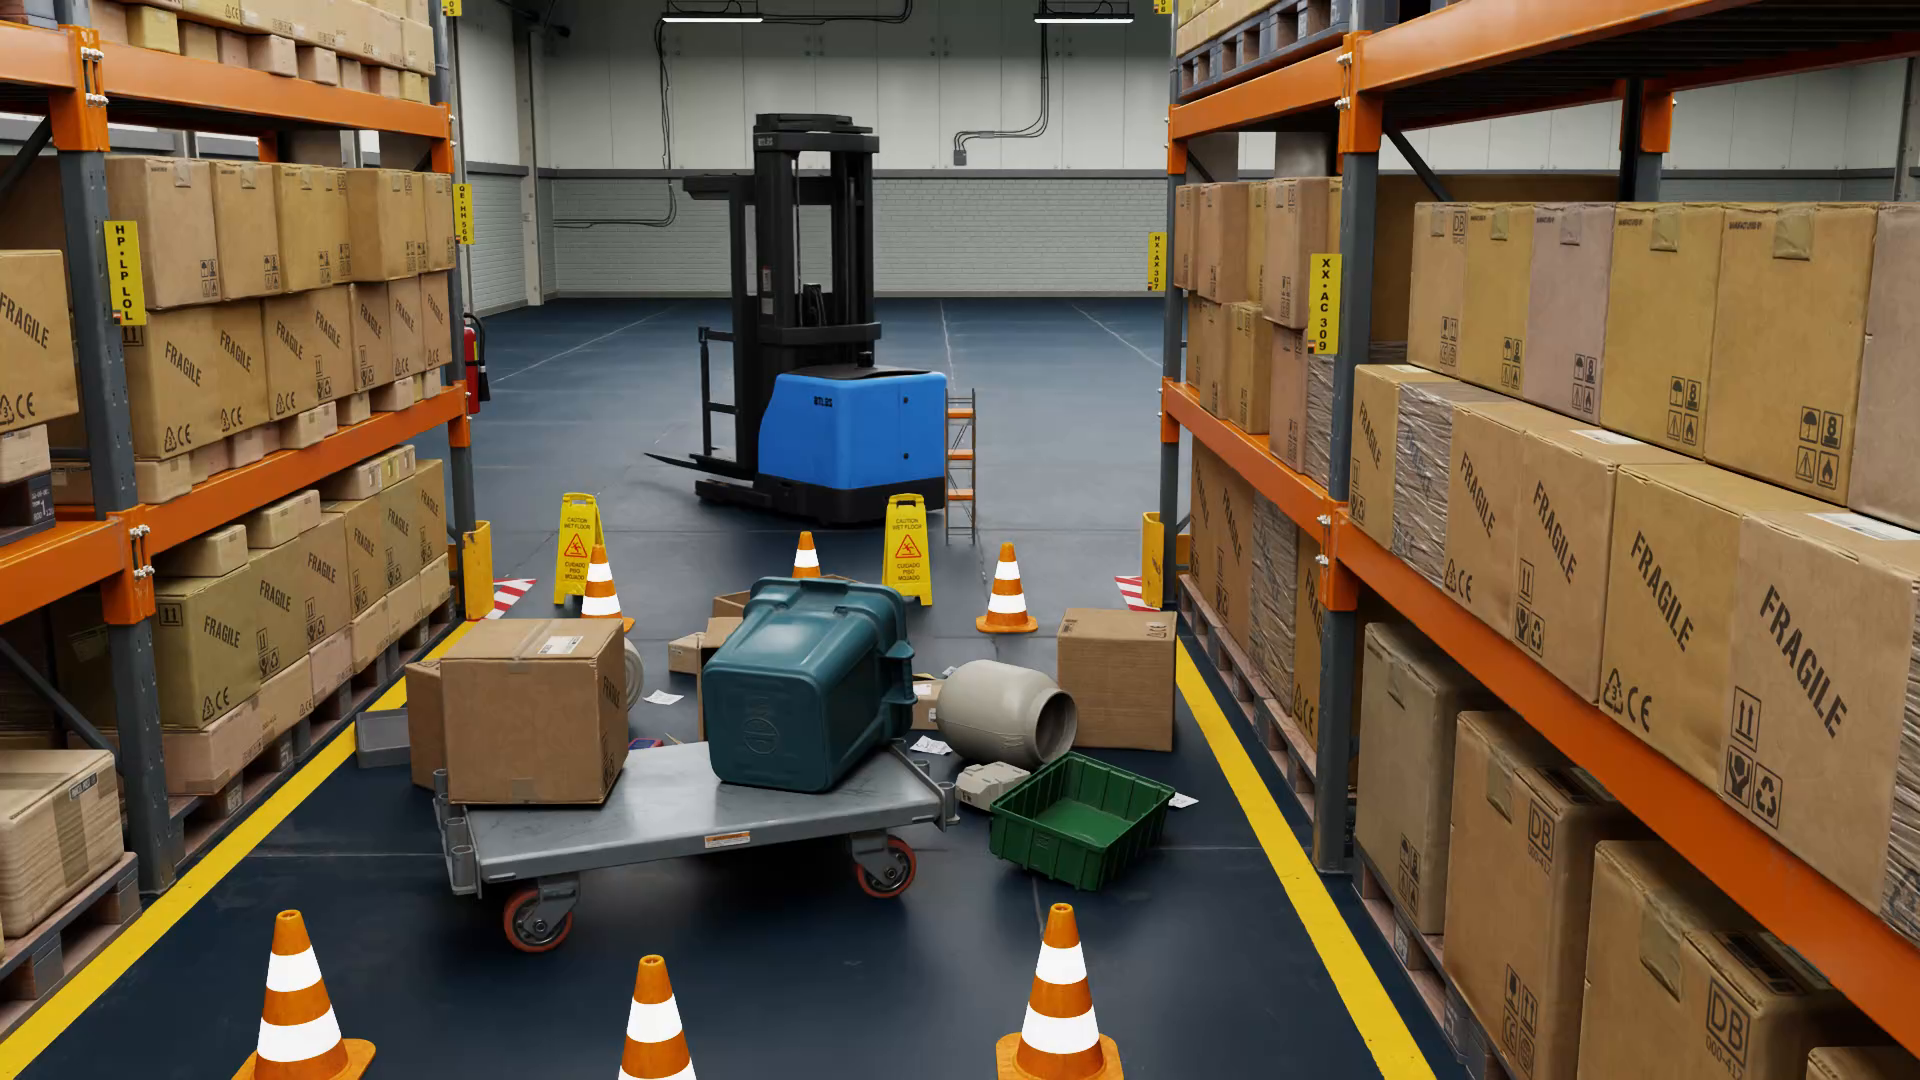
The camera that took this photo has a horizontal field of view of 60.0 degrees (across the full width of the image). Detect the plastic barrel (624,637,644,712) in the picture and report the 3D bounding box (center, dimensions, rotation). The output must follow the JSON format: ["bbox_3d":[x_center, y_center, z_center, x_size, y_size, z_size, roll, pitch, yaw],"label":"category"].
[{"bbox_3d":[-1.723,0.598,7.545,0.512,0.421,0.421,9,15,38],"label":"plastic barrel"}]

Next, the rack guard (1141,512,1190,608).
[{"bbox_3d":[1.667,0.111,9.753,1.175,0.500,0.348,0,11,-1],"label":"rack guard"}]

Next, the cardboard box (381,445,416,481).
[{"bbox_3d":[-2.927,-0.381,8.237,0.380,0.149,0.250,0,11,0],"label":"cardboard box"}]

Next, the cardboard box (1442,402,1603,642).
[{"bbox_3d":[1.511,-0.057,4.047,0.500,0.500,0.500,0,11,-1],"label":"cardboard box"}]

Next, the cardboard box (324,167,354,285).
[{"bbox_3d":[-3.063,-1.351,7.162,0.700,0.500,0.500,0,11,-2],"label":"cardboard box"}]

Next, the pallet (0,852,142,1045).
[{"bbox_3d":[-3.179,1.248,4.877,1.003,0.211,1.213,0,11,-1],"label":"pallet"}]

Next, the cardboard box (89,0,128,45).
[{"bbox_3d":[-2.956,-1.684,5.403,0.380,0.149,0.250,0,11,-2],"label":"cardboard box"}]

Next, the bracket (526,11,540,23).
[{"bbox_3d":[-9.385,-11.492,36.518,0.235,0.232,0.430,0,11,-1],"label":"bracket"}]

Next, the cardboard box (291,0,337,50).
[{"bbox_3d":[-2.962,-2.207,6.977,0.500,0.250,0.500,0,11,-1],"label":"cardboard box"}]

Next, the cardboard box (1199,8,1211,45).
[{"bbox_3d":[1.370,-2.490,8.070,0.380,0.149,0.250,0,11,-1],"label":"cardboard box"}]

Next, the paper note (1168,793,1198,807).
[{"bbox_3d":[0.831,1.011,6.498,0.147,0.020,0.142,-10,15,-40],"label":"paper note"}]

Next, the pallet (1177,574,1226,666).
[{"bbox_3d":[1.762,0.416,8.977,1.003,0.211,1.213,0,11,-1],"label":"pallet"}]

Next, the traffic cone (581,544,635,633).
[{"bbox_3d":[-1.981,0.255,9.139,0.336,0.463,0.334,0,11,-1],"label":"traffic cone"}]

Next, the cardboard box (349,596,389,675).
[{"bbox_3d":[-2.975,0.440,7.707,0.500,0.250,0.500,-1,11,-3],"label":"cardboard box"}]

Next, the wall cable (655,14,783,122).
[{"bbox_3d":[-5.783,-11.364,40.050,3.097,2.526,0.112,0,11,-1],"label":"wall cable"}]

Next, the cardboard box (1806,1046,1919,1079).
[{"bbox_3d":[1.910,1.257,2.423,1.050,0.750,0.750,0,11,-2],"label":"cardboard box"}]

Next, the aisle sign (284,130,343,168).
[{"bbox_3d":[-3.591,-2.354,9.078,0.394,0.787,0.004,0,11,-1],"label":"aisle sign"}]

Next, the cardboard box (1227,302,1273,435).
[{"bbox_3d":[1.692,-0.783,7.496,0.875,0.550,0.500,0,11,-1],"label":"cardboard box"}]

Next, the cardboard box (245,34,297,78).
[{"bbox_3d":[-2.897,-1.940,6.665,0.380,0.149,0.250,0,11,-2],"label":"cardboard box"}]

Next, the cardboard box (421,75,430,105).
[{"bbox_3d":[-2.992,-2.346,8.665,0.380,0.149,0.250,0,11,-1],"label":"cardboard box"}]

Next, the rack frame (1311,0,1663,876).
[{"bbox_3d":[1.750,-0.314,5.562,1.000,3.000,0.127,0,11,-1],"label":"rack frame"}]

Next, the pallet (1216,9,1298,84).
[{"bbox_3d":[1.721,-2.145,7.267,1.003,0.211,1.213,0,11,-1],"label":"pallet"}]

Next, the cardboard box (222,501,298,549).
[{"bbox_3d":[-2.894,-0.063,6.666,0.380,0.149,0.250,0,11,1],"label":"cardboard box"}]

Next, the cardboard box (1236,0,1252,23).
[{"bbox_3d":[1.391,-2.290,7.083,0.380,0.149,0.250,0,11,-1],"label":"cardboard box"}]

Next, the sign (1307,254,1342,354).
[{"bbox_3d":[1.195,-0.774,5.455,0.100,0.325,0.005,0,11,-1],"label":"sign"}]

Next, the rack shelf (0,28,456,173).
[{"bbox_3d":[-3.238,-1.789,7.096,1.077,0.370,4.000,0,11,-1],"label":"rack shelf"}]

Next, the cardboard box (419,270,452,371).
[{"bbox_3d":[-2.993,-1.157,8.716,0.500,0.500,0.500,0,11,-2],"label":"cardboard box"}]

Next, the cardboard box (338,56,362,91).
[{"bbox_3d":[-2.992,-2.143,7.668,0.380,0.149,0.250,0,11,-2],"label":"cardboard box"}]

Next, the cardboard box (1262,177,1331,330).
[{"bbox_3d":[1.649,-1.099,6.338,0.875,0.550,0.550,0,11,-1],"label":"cardboard box"}]

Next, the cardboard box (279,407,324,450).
[{"bbox_3d":[-2.900,-0.469,6.956,0.380,0.149,0.250,0,11,-1],"label":"cardboard box"}]

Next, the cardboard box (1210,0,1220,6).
[{"bbox_3d":[1.444,-2.608,7.647,0.500,0.250,0.500,0,11,-2],"label":"cardboard box"}]

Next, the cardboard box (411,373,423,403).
[{"bbox_3d":[-2.958,-0.771,8.447,0.380,0.149,0.250,0,11,-2],"label":"cardboard box"}]

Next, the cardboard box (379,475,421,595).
[{"bbox_3d":[-2.988,-0.032,8.148,0.500,0.500,0.500,0,11,1],"label":"cardboard box"}]

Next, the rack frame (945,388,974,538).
[{"bbox_3d":[-0.001,-0.528,11.522,0.200,1.050,0.008,0,11,-1],"label":"rack frame"}]

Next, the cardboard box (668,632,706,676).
[{"bbox_3d":[-1.233,0.581,8.323,0.380,0.149,0.250,6,13,28],"label":"cardboard box"}]

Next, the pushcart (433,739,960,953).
[{"bbox_3d":[-0.918,0.992,5.719,1.648,0.377,0.936,-4,12,-21],"label":"pushcart"}]

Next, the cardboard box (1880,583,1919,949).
[{"bbox_3d":[1.555,0.344,2.069,0.500,0.500,0.500,0,11,-1],"label":"cardboard box"}]

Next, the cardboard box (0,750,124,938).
[{"bbox_3d":[-3.183,0.913,5.068,0.950,0.372,0.625,0,11,0],"label":"cardboard box"}]

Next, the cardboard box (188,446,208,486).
[{"bbox_3d":[-2.940,-0.264,5.949,0.380,0.149,0.250,0,11,0],"label":"cardboard box"}]

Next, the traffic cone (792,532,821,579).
[{"bbox_3d":[-0.878,0.183,9.495,0.336,0.463,0.334,0,11,-1],"label":"traffic cone"}]

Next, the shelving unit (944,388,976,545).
[{"bbox_3d":[0.001,-0.504,11.402,0.215,1.050,0.252,0,11,-1],"label":"shelving unit"}]

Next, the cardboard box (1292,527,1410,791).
[{"bbox_3d":[1.807,0.396,6.349,0.875,0.875,0.875,0,11,0],"label":"cardboard box"}]

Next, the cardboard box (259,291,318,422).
[{"bbox_3d":[-2.958,-0.756,6.744,0.500,0.500,0.500,0,11,-2],"label":"cardboard box"}]

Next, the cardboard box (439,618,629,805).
[{"bbox_3d":[-1.418,0.567,5.601,0.500,0.500,0.500,0,11,-1],"label":"cardboard box"}]

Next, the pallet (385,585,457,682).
[{"bbox_3d":[-3.296,0.475,8.688,1.003,0.211,1.213,0,11,-1],"label":"pallet"}]

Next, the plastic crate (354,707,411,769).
[{"bbox_3d":[-2.409,0.842,7.208,0.402,0.080,0.583,-4,12,-21],"label":"plastic crate"}]

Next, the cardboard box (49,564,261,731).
[{"bbox_3d":[-2.939,0.382,6.103,0.500,0.500,0.500,0,11,2],"label":"cardboard box"}]

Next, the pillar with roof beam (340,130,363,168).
[{"bbox_3d":[-5.197,-7.441,25.605,9.100,9.000,0.400,0,11,-1],"label":"pillar with roof beam"}]

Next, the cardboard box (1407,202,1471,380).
[{"bbox_3d":[1.766,-0.754,4.966,0.700,0.500,0.500,0,11,-2],"label":"cardboard box"}]

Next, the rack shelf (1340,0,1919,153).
[{"bbox_3d":[1.791,-1.034,3.376,1.077,0.370,4.000,0,11,-1],"label":"rack shelf"}]

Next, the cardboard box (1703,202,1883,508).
[{"bbox_3d":[1.809,-0.350,2.972,0.700,0.500,0.500,0,11,-2],"label":"cardboard box"}]

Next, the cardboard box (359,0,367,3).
[{"bbox_3d":[-3.033,-2.588,7.851,0.380,0.149,0.250,0,11,-1],"label":"cardboard box"}]

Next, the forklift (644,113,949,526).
[{"bbox_3d":[-1.428,-1.772,12.922,1.130,2.935,3.031,-10,15,-40],"label":"forklift"}]

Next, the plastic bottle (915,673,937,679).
[{"bbox_3d":[-0.156,0.703,7.939,0.133,0.061,0.283,-4,12,-21],"label":"plastic bottle"}]
